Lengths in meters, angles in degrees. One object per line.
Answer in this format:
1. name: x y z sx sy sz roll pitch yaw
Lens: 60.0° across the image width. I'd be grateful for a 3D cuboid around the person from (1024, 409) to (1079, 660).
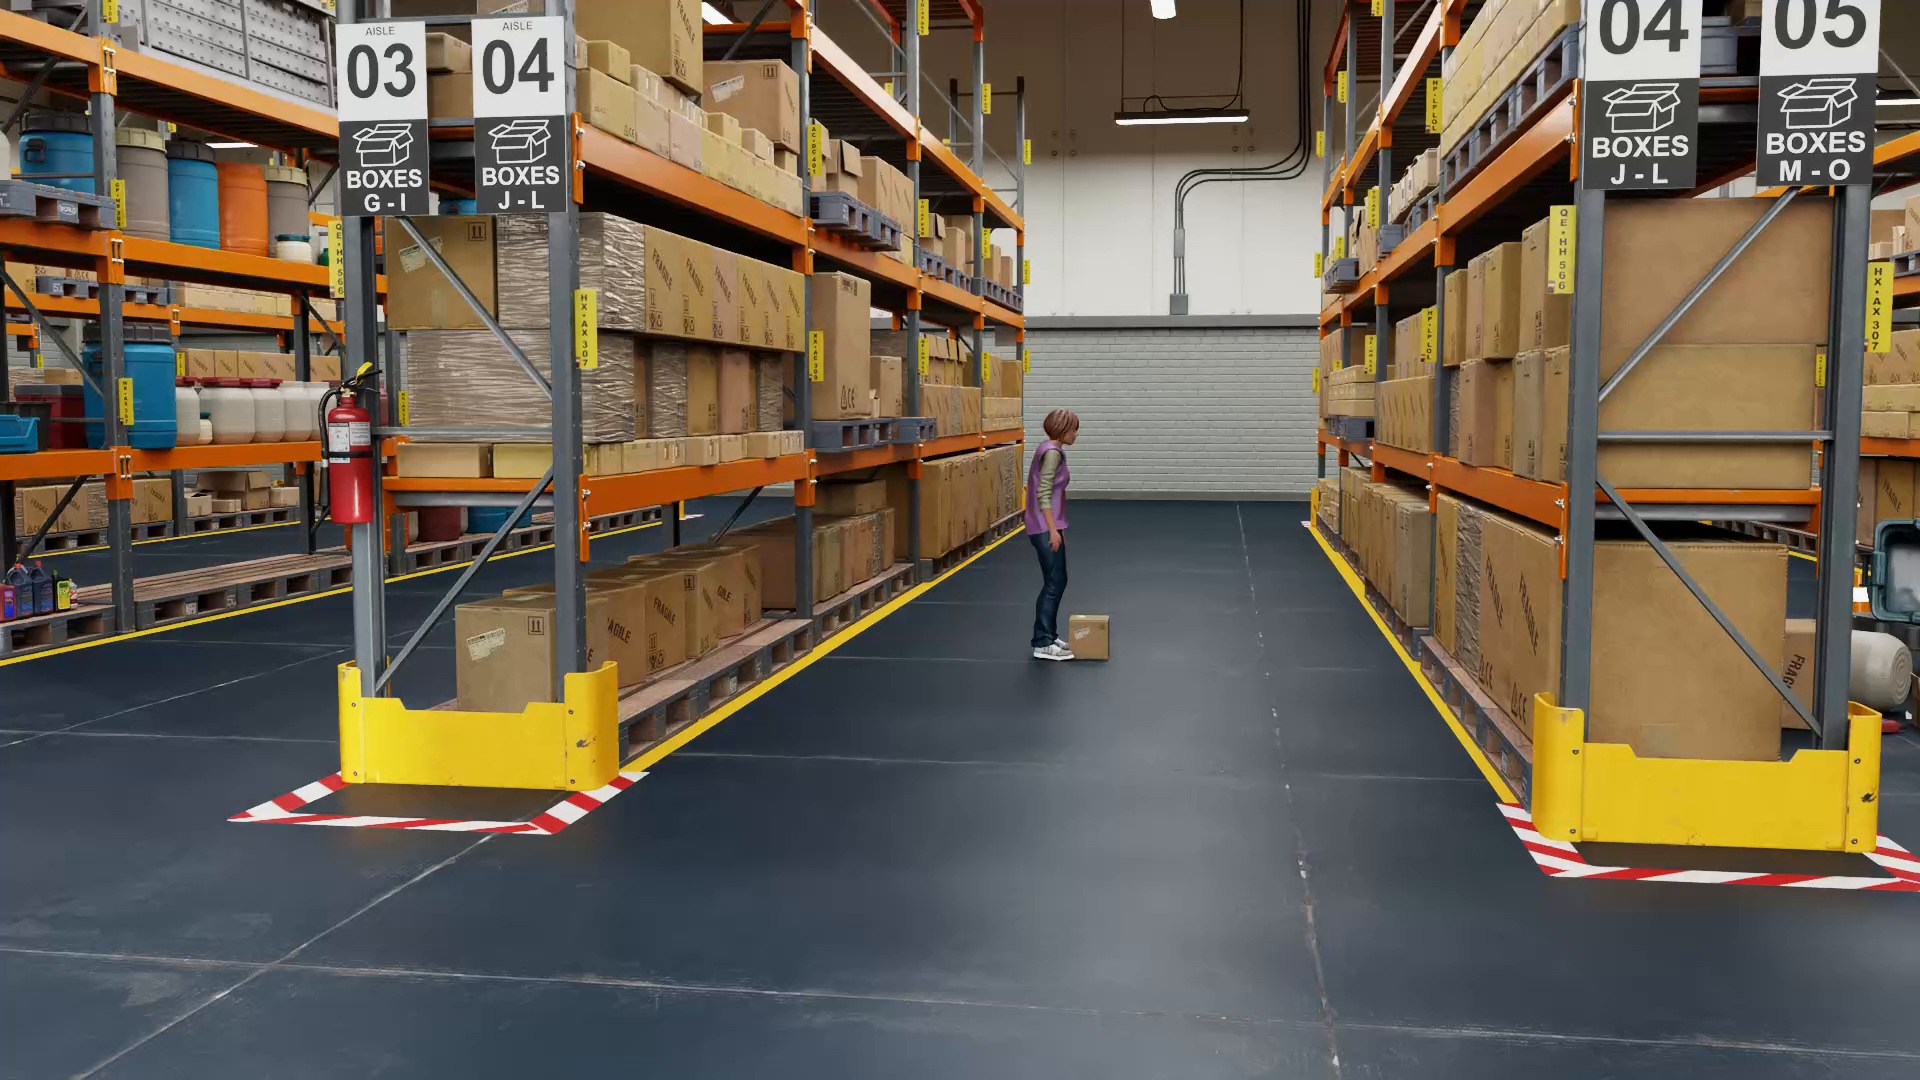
1. person: 0.586 -0.045 10.687 0.344 1.591 0.462 1 5 7
